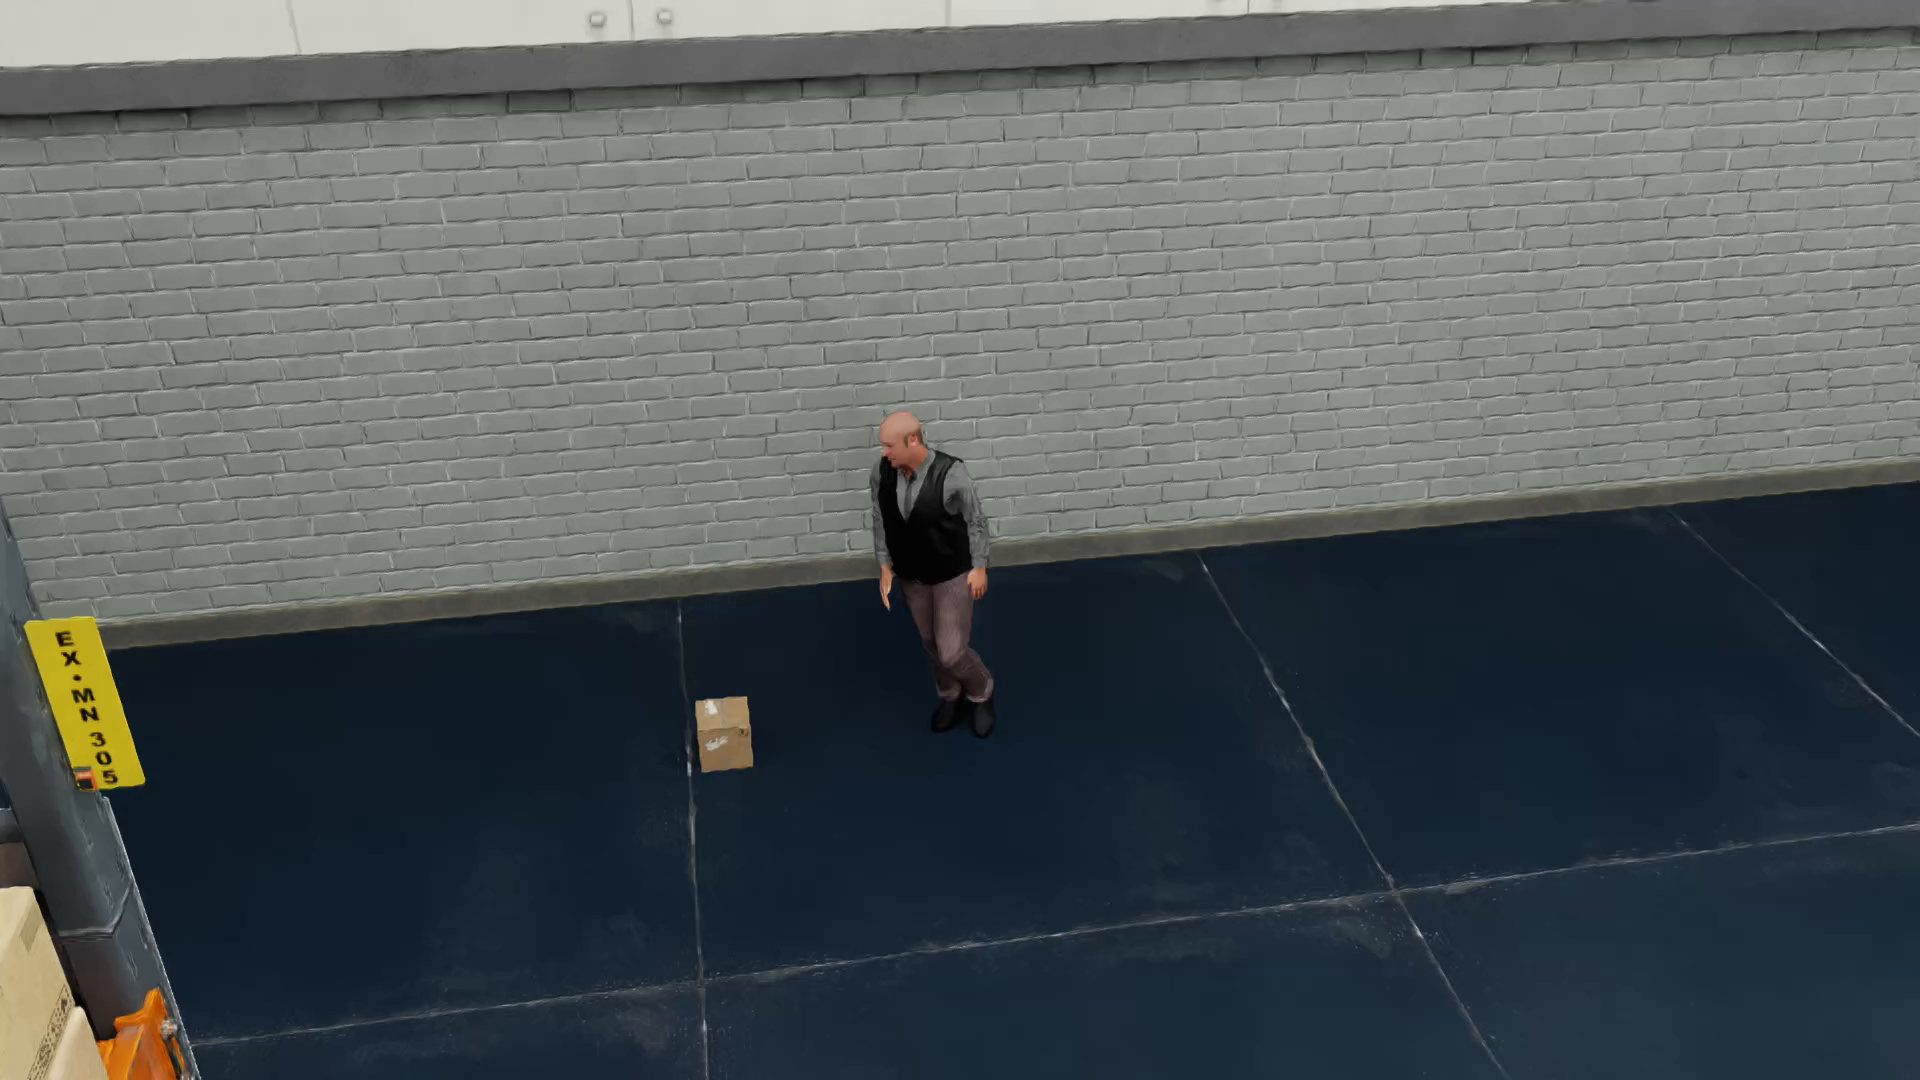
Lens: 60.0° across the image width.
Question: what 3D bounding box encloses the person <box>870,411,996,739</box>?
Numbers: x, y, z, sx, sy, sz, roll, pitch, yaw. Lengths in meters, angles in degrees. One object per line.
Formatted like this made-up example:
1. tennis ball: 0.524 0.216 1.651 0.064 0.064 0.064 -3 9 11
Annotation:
1. person: -0.131 0.171 7.884 0.631 1.712 0.468 14 33 22
